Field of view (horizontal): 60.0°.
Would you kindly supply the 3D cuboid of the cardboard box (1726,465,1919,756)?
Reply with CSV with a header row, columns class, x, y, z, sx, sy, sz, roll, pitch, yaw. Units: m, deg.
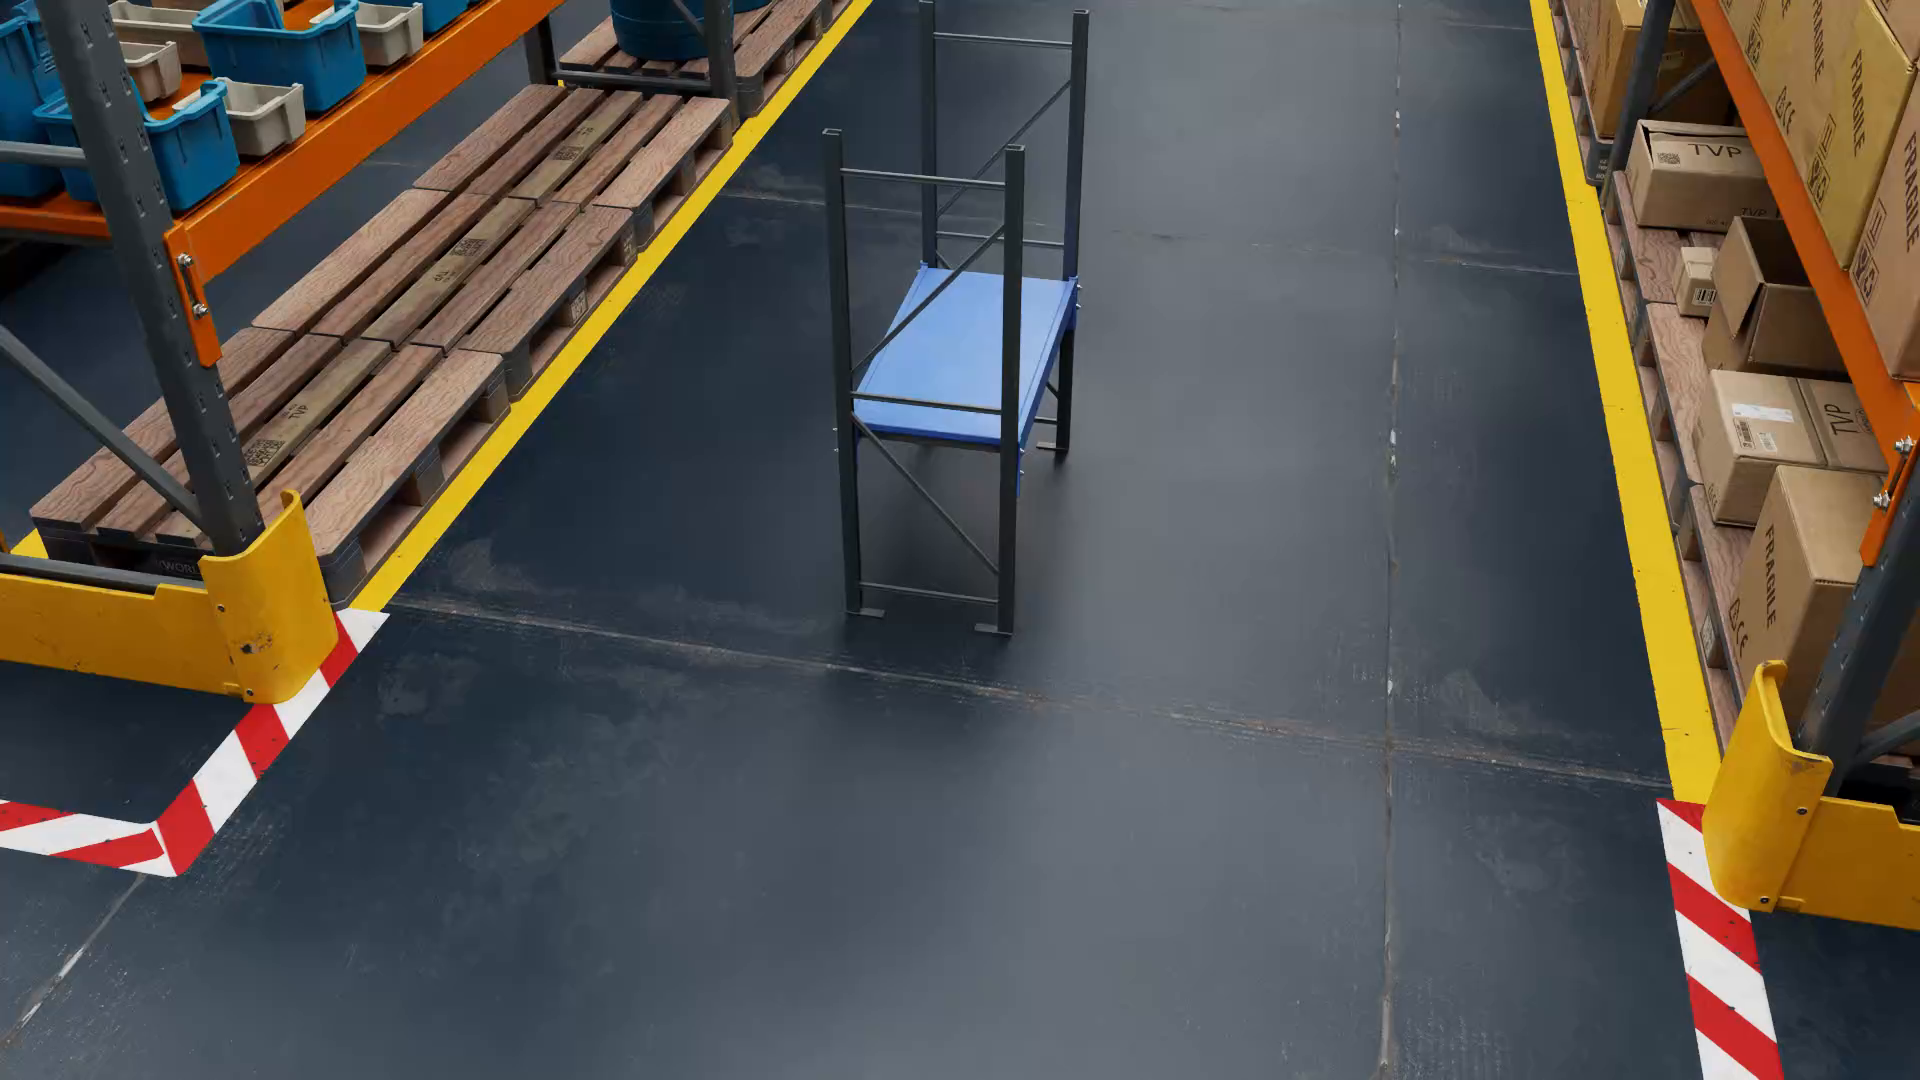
class,x,y,z,sx,sy,sz,roll,pitch,yaw
cardboard box,2.302,0.179,4.203,0.500,0.500,0.500,7,37,10

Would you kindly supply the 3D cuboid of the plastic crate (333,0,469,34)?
class,x,y,z,sx,sy,sz,roll,pitch,yaw
plastic crate,-1.756,-1.747,5.197,0.416,0.233,0.300,7,37,10

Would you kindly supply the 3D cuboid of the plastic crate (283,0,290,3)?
class,x,y,z,sx,sy,sz,roll,pitch,yaw
plastic crate,-2.257,-1.843,5.410,0.298,0.136,0.250,7,37,10

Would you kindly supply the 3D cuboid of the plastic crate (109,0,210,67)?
class,x,y,z,sx,sy,sz,roll,pitch,yaw
plastic crate,-2.338,-1.508,4.948,0.396,0.136,0.243,7,37,10

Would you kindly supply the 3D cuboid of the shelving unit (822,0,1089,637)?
class,x,y,z,sx,sy,sz,roll,pitch,yaw
shelving unit,0.018,-0.656,4.877,0.538,1.500,1.048,7,37,10

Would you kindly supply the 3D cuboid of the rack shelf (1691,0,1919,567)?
class,x,y,z,sx,sy,sz,roll,pitch,yaw
rack shelf,2.854,-1.168,4.919,1.077,0.370,4.000,7,37,10

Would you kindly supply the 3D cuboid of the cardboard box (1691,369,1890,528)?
class,x,y,z,sx,sy,sz,roll,pitch,yaw
cardboard box,2.535,-0.261,5.022,0.500,0.250,0.500,7,37,10

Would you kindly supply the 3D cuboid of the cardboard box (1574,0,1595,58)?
class,x,y,z,sx,sy,sz,roll,pitch,yaw
cardboard box,3.328,-2.661,8.120,0.500,0.500,0.500,8,37,11

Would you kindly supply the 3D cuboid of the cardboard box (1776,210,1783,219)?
class,x,y,z,sx,sy,sz,roll,pitch,yaw
cardboard box,3.437,-1.410,6.394,0.500,0.500,0.500,7,37,10

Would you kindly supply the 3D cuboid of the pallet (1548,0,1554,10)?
class,x,y,z,sx,sy,sz,roll,pitch,yaw
pallet,3.939,-3.347,9.688,1.003,0.211,1.213,7,37,10

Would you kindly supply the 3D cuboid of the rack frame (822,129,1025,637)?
class,x,y,z,sx,sy,sz,roll,pitch,yaw
rack frame,-0.090,-0.365,4.475,0.500,1.500,0.032,7,37,10

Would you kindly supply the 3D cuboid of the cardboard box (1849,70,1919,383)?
class,x,y,z,sx,sy,sz,roll,pitch,yaw
cardboard box,2.257,-0.644,3.498,0.500,0.500,0.500,8,37,11

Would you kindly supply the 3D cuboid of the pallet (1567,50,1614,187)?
class,x,y,z,sx,sy,sz,roll,pitch,yaw
pallet,3.418,-1.948,7.758,1.003,0.211,1.213,7,37,10

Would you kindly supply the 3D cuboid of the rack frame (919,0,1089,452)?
class,x,y,z,sx,sy,sz,roll,pitch,yaw
rack frame,0.127,-0.948,5.279,0.500,1.500,0.032,7,37,10

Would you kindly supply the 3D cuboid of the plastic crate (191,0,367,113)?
class,x,y,z,sx,sy,sz,roll,pitch,yaw
plastic crate,-1.896,-1.370,4.676,0.416,0.233,0.300,7,37,10

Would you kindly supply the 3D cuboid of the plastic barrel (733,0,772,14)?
class,x,y,z,sx,sy,sz,roll,pitch,yaw
plastic barrel,-1.273,-3.265,8.629,0.600,0.901,0.708,7,37,10

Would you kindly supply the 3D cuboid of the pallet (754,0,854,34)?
class,x,y,z,sx,sy,sz,roll,pitch,yaw
pallet,-1.093,-3.239,9.539,1.003,0.211,1.213,7,37,10

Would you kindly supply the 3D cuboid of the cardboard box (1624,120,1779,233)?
class,x,y,z,sx,sy,sz,roll,pitch,yaw
cardboard box,2.980,-1.482,6.655,0.500,0.311,0.500,7,37,10

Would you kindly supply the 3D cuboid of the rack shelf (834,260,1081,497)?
class,x,y,z,sx,sy,sz,roll,pitch,yaw
rack shelf,0.018,-0.511,4.983,0.538,0.185,1.000,7,37,10

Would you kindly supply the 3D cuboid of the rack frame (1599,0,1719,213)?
class,x,y,z,sx,sy,sz,roll,pitch,yaw
rack frame,3.281,-2.606,6.290,1.000,3.000,0.127,7,37,10

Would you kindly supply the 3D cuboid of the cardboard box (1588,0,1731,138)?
class,x,y,z,sx,sy,sz,roll,pitch,yaw
cardboard box,3.107,-2.091,7.334,0.500,0.500,0.500,7,37,10

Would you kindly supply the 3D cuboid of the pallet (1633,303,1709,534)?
class,x,y,z,sx,sy,sz,roll,pitch,yaw
pallet,2.875,-0.382,5.597,1.003,0.211,1.213,7,37,10

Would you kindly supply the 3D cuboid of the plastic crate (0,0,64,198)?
class,x,y,z,sx,sy,sz,roll,pitch,yaw
plastic crate,-2.522,-1.190,4.254,0.616,0.435,0.499,7,37,10

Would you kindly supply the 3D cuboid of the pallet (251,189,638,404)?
class,x,y,z,sx,sy,sz,roll,pitch,yaw
pallet,-1.935,-0.972,6.411,1.003,0.211,1.213,7,37,10

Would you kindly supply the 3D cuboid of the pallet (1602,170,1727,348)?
class,x,y,z,sx,sy,sz,roll,pitch,yaw
pallet,3.134,-1.083,6.565,1.003,0.211,1.213,7,37,10

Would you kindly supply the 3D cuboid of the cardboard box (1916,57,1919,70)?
class,x,y,z,sx,sy,sz,roll,pitch,yaw
cardboard box,2.253,-1.048,3.202,0.500,0.500,0.500,7,37,10

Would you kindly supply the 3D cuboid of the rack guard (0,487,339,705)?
class,x,y,z,sx,sy,sz,roll,pitch,yaw
rack guard,-2.404,0.092,4.697,1.175,0.500,0.348,7,37,10

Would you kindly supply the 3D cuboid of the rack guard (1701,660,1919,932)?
class,x,y,z,sx,sy,sz,roll,pitch,yaw
rack guard,2.443,0.656,3.919,1.175,0.500,0.348,7,37,10

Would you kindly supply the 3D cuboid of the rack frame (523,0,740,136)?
class,x,y,z,sx,sy,sz,roll,pitch,yaw
rack frame,-1.557,-3.229,7.149,1.000,3.000,0.127,7,37,10

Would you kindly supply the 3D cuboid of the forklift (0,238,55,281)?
class,x,y,z,sx,sy,sz,roll,pitch,yaw
forklift,-4.203,-2.521,6.231,1.130,2.935,3.031,7,36,9

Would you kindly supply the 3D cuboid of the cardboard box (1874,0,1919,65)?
class,x,y,z,sx,sy,sz,roll,pitch,yaw
cardboard box,2.360,-1.338,3.602,0.500,0.500,0.500,8,37,11

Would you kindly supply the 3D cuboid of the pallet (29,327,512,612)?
class,x,y,z,sx,sy,sz,roll,pitch,yaw
pallet,-2.197,-0.275,5.449,1.003,0.211,1.213,7,37,10

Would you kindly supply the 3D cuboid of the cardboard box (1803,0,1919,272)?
class,x,y,z,sx,sy,sz,roll,pitch,yaw
cardboard box,2.364,-0.942,3.909,0.500,0.500,0.500,8,37,10

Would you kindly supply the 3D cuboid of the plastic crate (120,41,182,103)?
class,x,y,z,sx,sy,sz,roll,pitch,yaw
plastic crate,-2.414,-1.344,4.721,0.396,0.136,0.243,7,37,10

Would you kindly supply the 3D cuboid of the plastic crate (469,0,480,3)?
class,x,y,z,sx,sy,sz,roll,pitch,yaw
plastic crate,-1.692,-1.920,5.434,0.416,0.233,0.300,7,37,10

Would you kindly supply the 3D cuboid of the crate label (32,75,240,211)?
class,x,y,z,sx,sy,sz,roll,pitch,yaw
crate label,-2.037,-0.993,4.155,0.416,0.233,0.303,7,37,10

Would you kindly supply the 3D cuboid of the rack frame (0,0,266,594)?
class,x,y,z,sx,sy,sz,roll,pitch,yaw
rack frame,-2.411,-0.936,3.985,1.000,3.000,0.127,7,37,10

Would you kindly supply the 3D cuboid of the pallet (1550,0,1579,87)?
class,x,y,z,sx,sy,sz,roll,pitch,yaw
pallet,3.676,-2.649,8.726,1.003,0.211,1.213,7,37,10

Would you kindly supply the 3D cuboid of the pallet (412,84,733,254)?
class,x,y,z,sx,sy,sz,roll,pitch,yaw
pallet,-1.676,-1.674,7.379,1.003,0.211,1.213,7,37,10

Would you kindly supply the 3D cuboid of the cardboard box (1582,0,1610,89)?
class,x,y,z,sx,sy,sz,roll,pitch,yaw
cardboard box,3.220,-2.373,7.724,0.500,0.500,0.500,7,37,10

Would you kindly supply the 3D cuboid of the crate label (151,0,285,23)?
class,x,y,z,sx,sy,sz,roll,pitch,yaw
crate label,-2.302,-1.671,5.173,0.396,0.136,0.243,7,37,10

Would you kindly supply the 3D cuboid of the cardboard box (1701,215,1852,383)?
class,x,y,z,sx,sy,sz,roll,pitch,yaw
cardboard box,2.885,-0.696,5.406,0.797,0.503,0.637,7,37,10

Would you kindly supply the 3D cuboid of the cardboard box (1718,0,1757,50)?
class,x,y,z,sx,sy,sz,roll,pitch,yaw
cardboard box,2.691,-1.808,5.103,0.500,0.500,0.500,7,37,10

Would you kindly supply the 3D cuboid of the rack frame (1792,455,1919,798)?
class,x,y,z,sx,sy,sz,roll,pitch,yaw
rack frame,2.427,-0.313,3.126,1.000,3.000,0.127,7,37,10

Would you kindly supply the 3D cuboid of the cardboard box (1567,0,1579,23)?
class,x,y,z,sx,sy,sz,roll,pitch,yaw
cardboard box,3.434,-2.952,8.523,0.500,0.500,0.500,6,36,8

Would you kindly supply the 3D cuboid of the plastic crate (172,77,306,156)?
class,x,y,z,sx,sy,sz,roll,pitch,yaw
plastic crate,-1.888,-1.127,4.423,0.250,0.136,0.298,7,37,10

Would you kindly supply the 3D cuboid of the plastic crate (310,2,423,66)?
class,x,y,z,sx,sy,sz,roll,pitch,yaw
plastic crate,-1.743,-1.516,4.959,0.250,0.136,0.298,7,37,10

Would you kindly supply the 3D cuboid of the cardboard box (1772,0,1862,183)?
class,x,y,z,sx,sy,sz,roll,pitch,yaw
cardboard box,2.476,-1.227,4.302,0.500,0.500,0.500,8,37,10

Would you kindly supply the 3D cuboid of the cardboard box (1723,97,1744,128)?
class,x,y,z,sx,sy,sz,roll,pitch,yaw
cardboard box,3.623,-2.019,7.235,0.500,0.500,0.500,6,36,8

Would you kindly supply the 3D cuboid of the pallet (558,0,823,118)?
class,x,y,z,sx,sy,sz,roll,pitch,yaw
pallet,-1.351,-2.537,8.571,1.003,0.211,1.213,7,37,10

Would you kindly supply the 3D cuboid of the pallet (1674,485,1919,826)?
class,x,y,z,sx,sy,sz,roll,pitch,yaw
pallet,2.612,0.316,4.635,1.003,0.211,1.213,7,37,10

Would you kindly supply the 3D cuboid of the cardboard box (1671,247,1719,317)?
class,x,y,z,sx,sy,sz,roll,pitch,yaw
cardboard box,2.805,-0.926,6.011,0.380,0.166,0.250,7,37,10

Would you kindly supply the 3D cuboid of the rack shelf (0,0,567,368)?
class,x,y,z,sx,sy,sz,roll,pitch,yaw
rack shelf,-1.984,-1.791,5.778,1.077,0.370,4.000,7,37,10

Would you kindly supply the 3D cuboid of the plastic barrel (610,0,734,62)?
class,x,y,z,sx,sy,sz,roll,pitch,yaw
plastic barrel,-1.424,-2.859,8.069,0.600,0.901,0.708,7,37,10

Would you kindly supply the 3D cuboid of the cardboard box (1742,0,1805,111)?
class,x,y,z,sx,sy,sz,roll,pitch,yaw
cardboard box,2.584,-1.516,4.701,0.500,0.500,0.500,7,36,9
